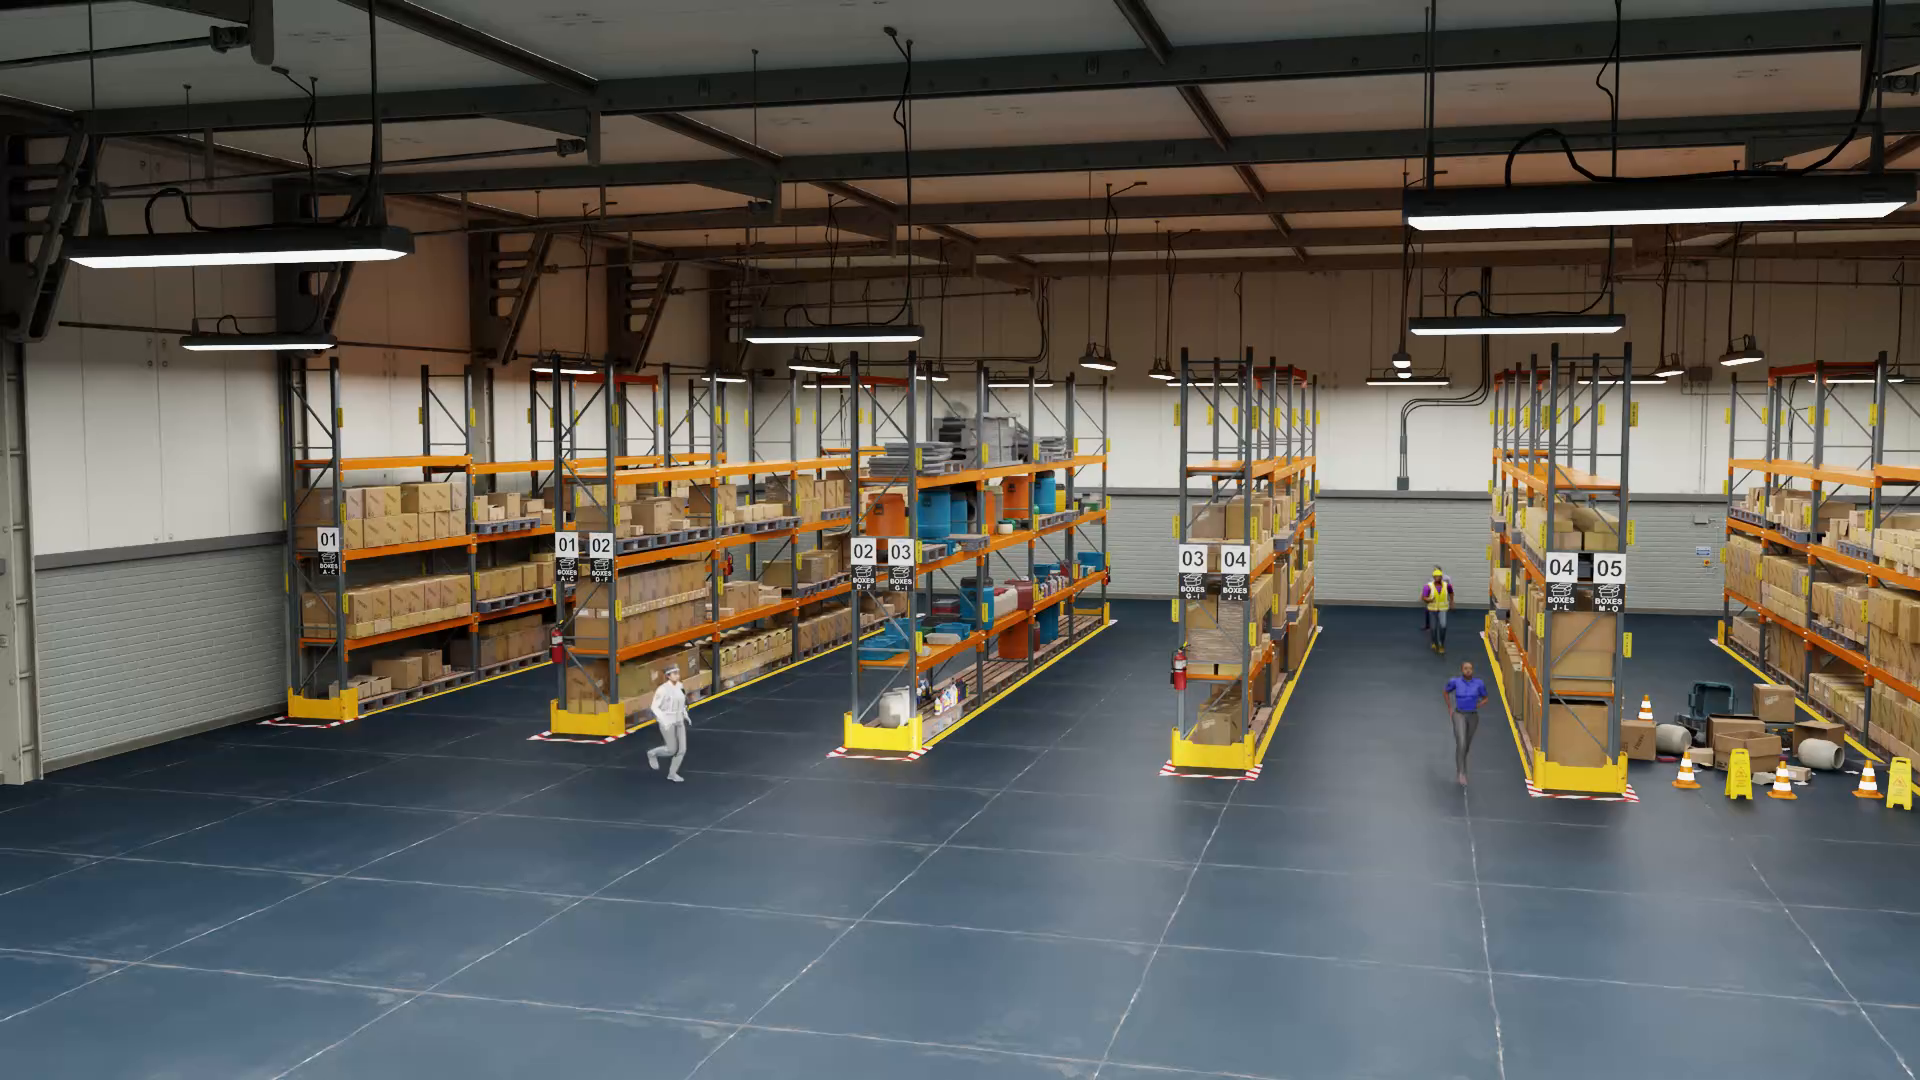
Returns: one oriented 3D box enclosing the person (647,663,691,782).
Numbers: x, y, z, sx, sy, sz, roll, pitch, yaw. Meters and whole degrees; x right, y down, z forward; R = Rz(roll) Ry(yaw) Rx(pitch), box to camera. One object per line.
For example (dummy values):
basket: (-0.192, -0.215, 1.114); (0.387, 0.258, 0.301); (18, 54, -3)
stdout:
person: (-4.034, 2.504, 22.979); (0.591, 1.649, 0.607); (3, 5, 39)

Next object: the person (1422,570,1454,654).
person: (10.168, 1.531, 35.378); (0.668, 1.806, 0.823); (1, 4, 13)

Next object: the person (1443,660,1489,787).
person: (6.976, 2.482, 22.903); (0.573, 1.682, 0.827); (0, 4, 2)

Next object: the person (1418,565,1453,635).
person: (10.975, 1.373, 38.600); (0.657, 1.601, 0.880); (-3, 5, -38)
